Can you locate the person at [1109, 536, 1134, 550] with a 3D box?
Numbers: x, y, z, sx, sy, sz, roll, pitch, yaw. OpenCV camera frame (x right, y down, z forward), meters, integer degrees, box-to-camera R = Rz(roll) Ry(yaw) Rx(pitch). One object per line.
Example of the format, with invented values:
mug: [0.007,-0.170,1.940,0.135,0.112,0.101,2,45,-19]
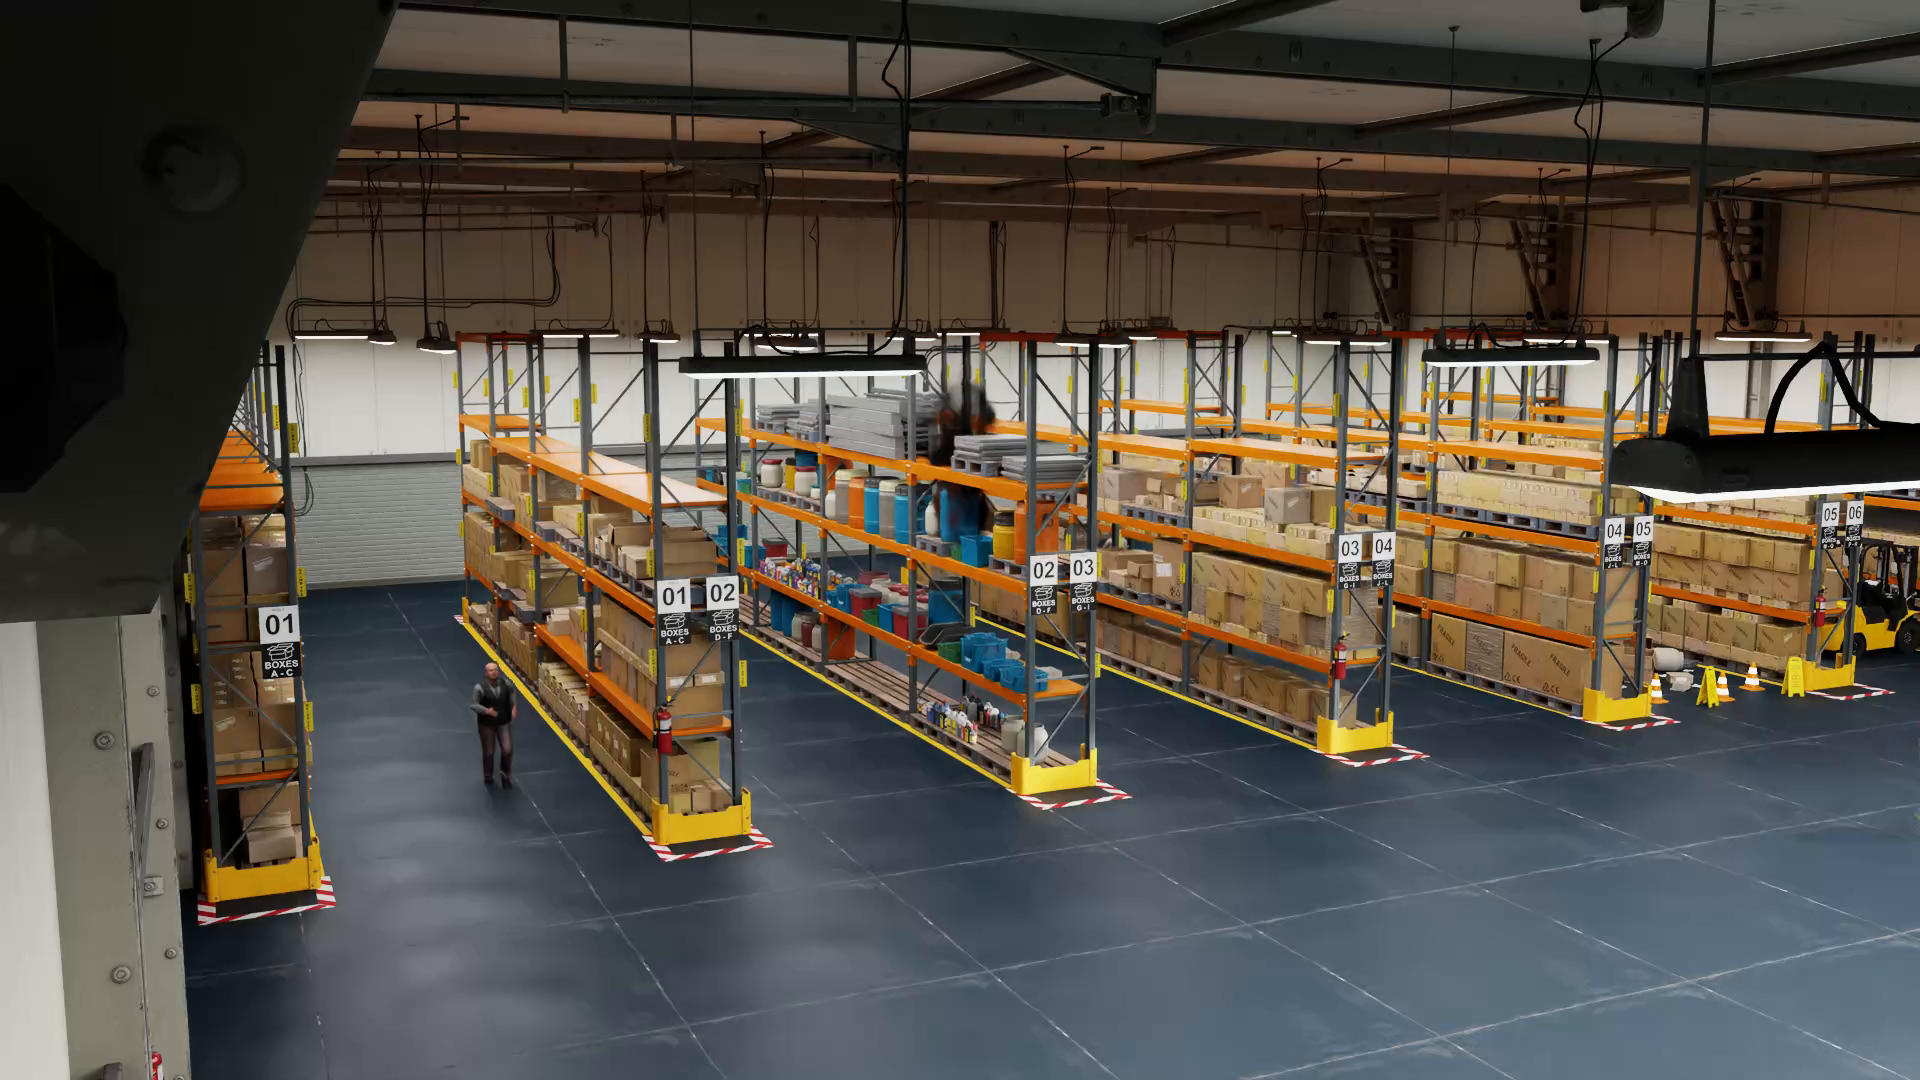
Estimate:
person: [4.125,-0.130,42.016,0.785,1.731,0.802,2,8,12]

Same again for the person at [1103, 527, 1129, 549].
person: [3.509,0.577,37.022,0.528,1.580,0.669,-3,8,-20]

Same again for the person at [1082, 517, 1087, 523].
person: [3.328,-0.173,41.832,0.928,1.776,0.693,-5,9,-33]

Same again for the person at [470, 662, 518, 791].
person: [-6.206,2.510,22.246,0.669,1.777,0.726,-4,9,-29]
